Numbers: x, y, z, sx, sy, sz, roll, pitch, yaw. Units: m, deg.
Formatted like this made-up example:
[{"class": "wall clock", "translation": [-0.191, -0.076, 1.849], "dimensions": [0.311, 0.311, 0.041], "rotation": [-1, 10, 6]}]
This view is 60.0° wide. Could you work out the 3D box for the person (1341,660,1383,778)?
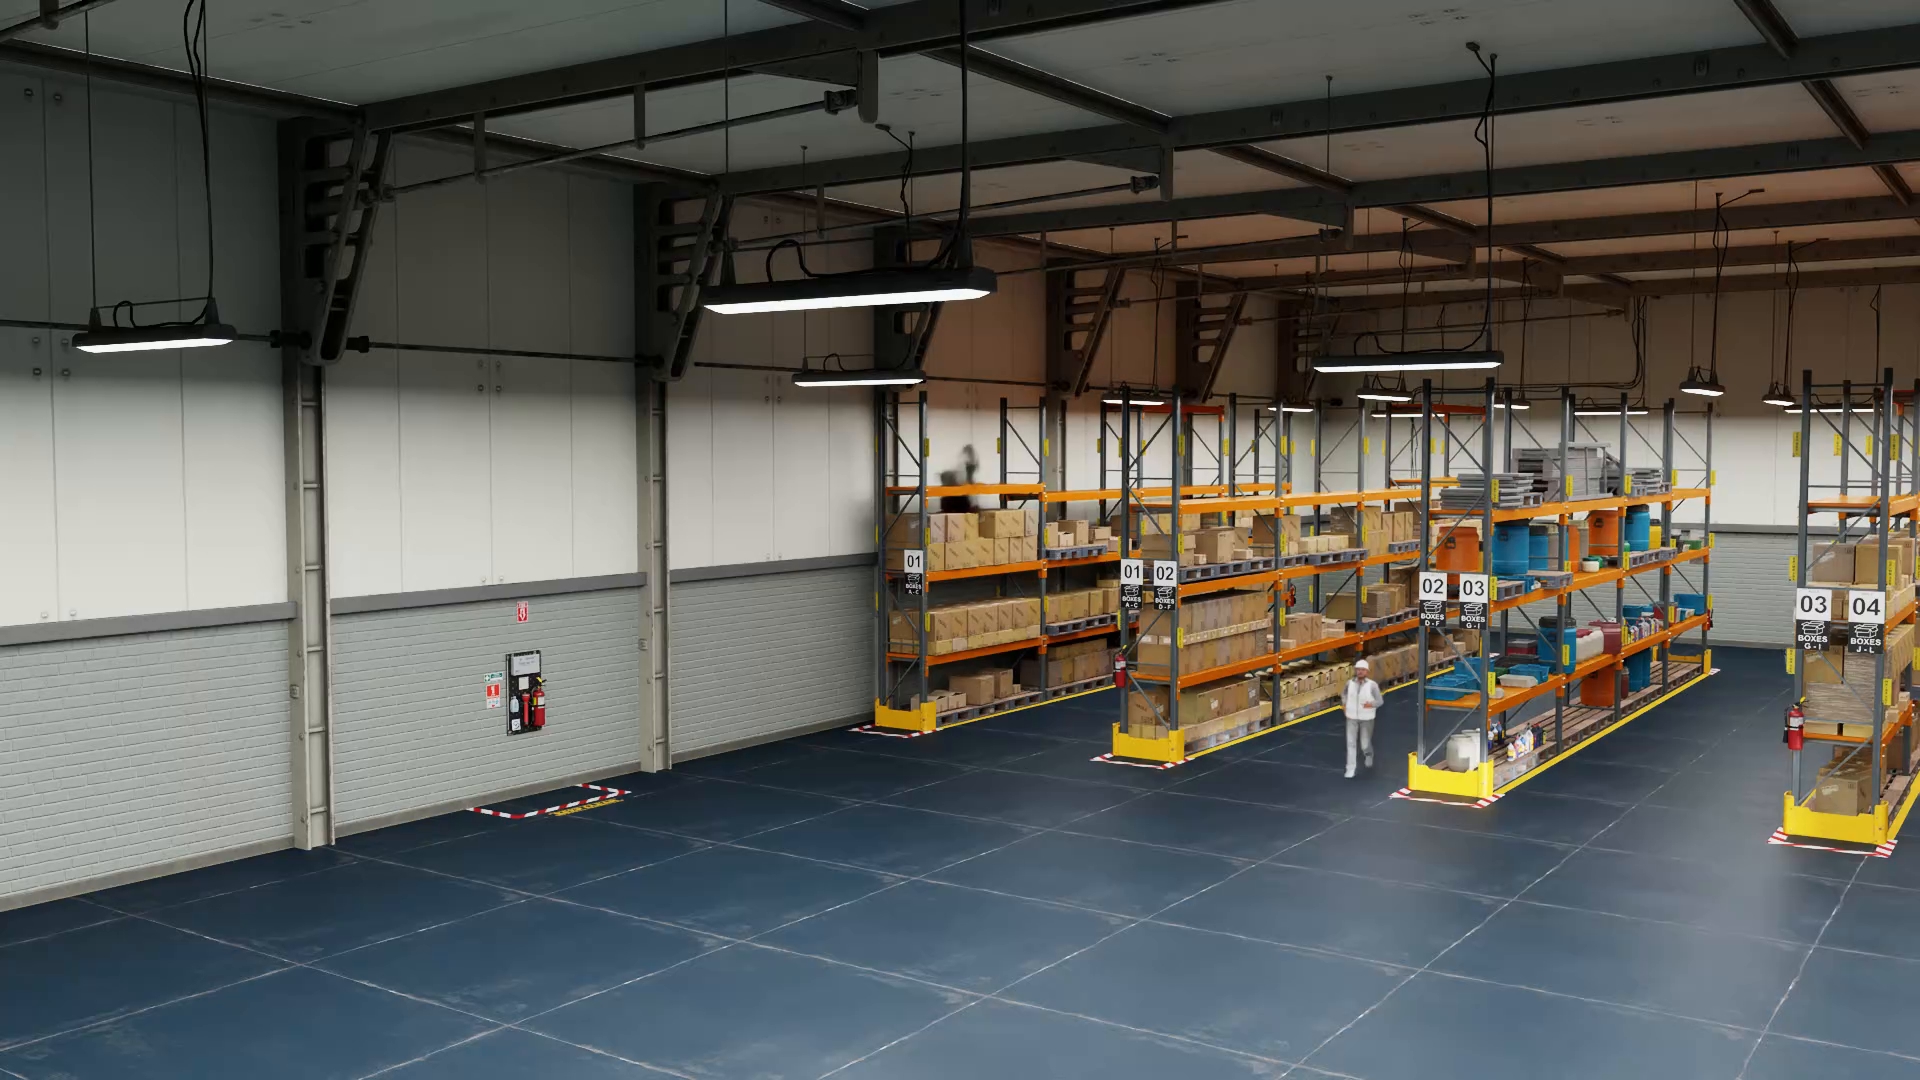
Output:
[{"class": "person", "translation": [6.071, 2.700, 25.252], "dimensions": [0.687, 1.747, 0.920], "rotation": [2, 4, 27]}]
